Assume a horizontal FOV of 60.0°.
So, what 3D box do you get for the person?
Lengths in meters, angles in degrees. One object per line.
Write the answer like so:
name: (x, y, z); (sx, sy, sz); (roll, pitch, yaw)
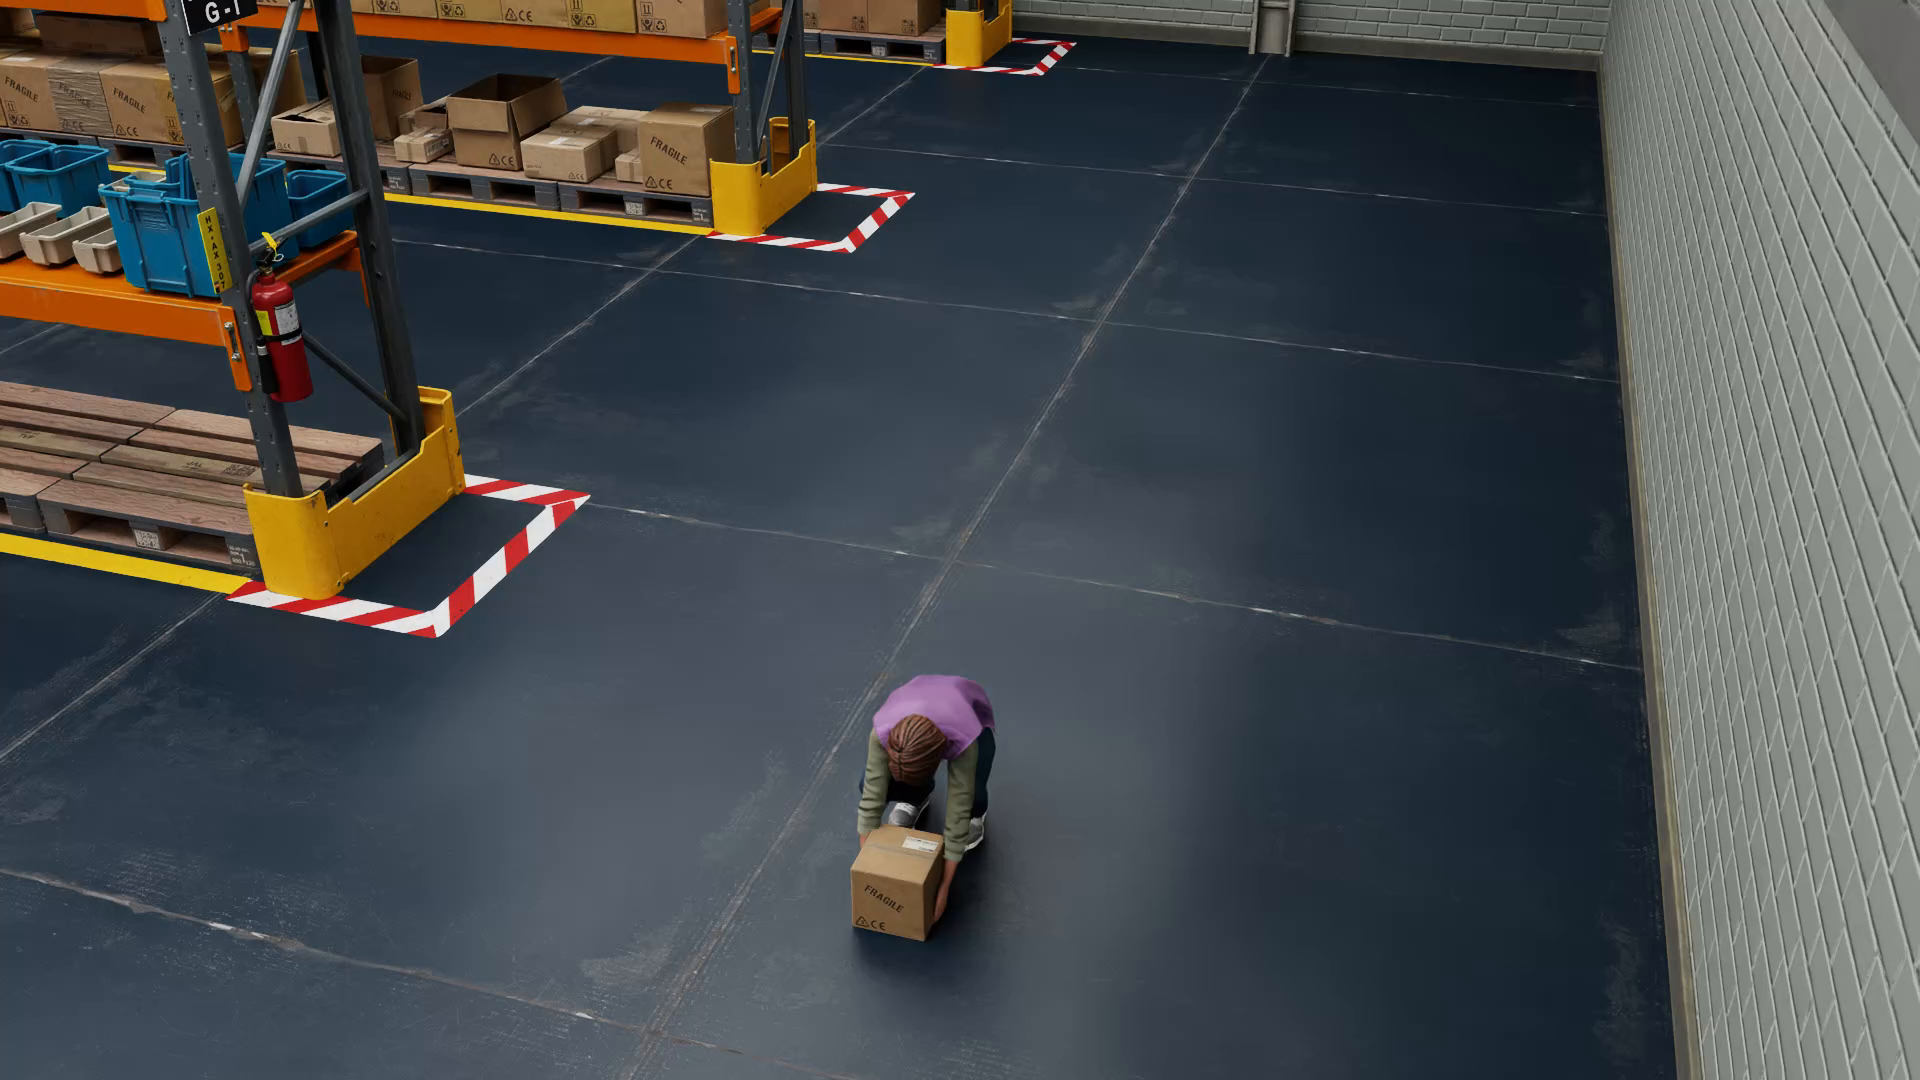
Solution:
person: (-0.086, 0.750, 5.732); (0.438, 0.701, 0.684); (9, 31, 15)
